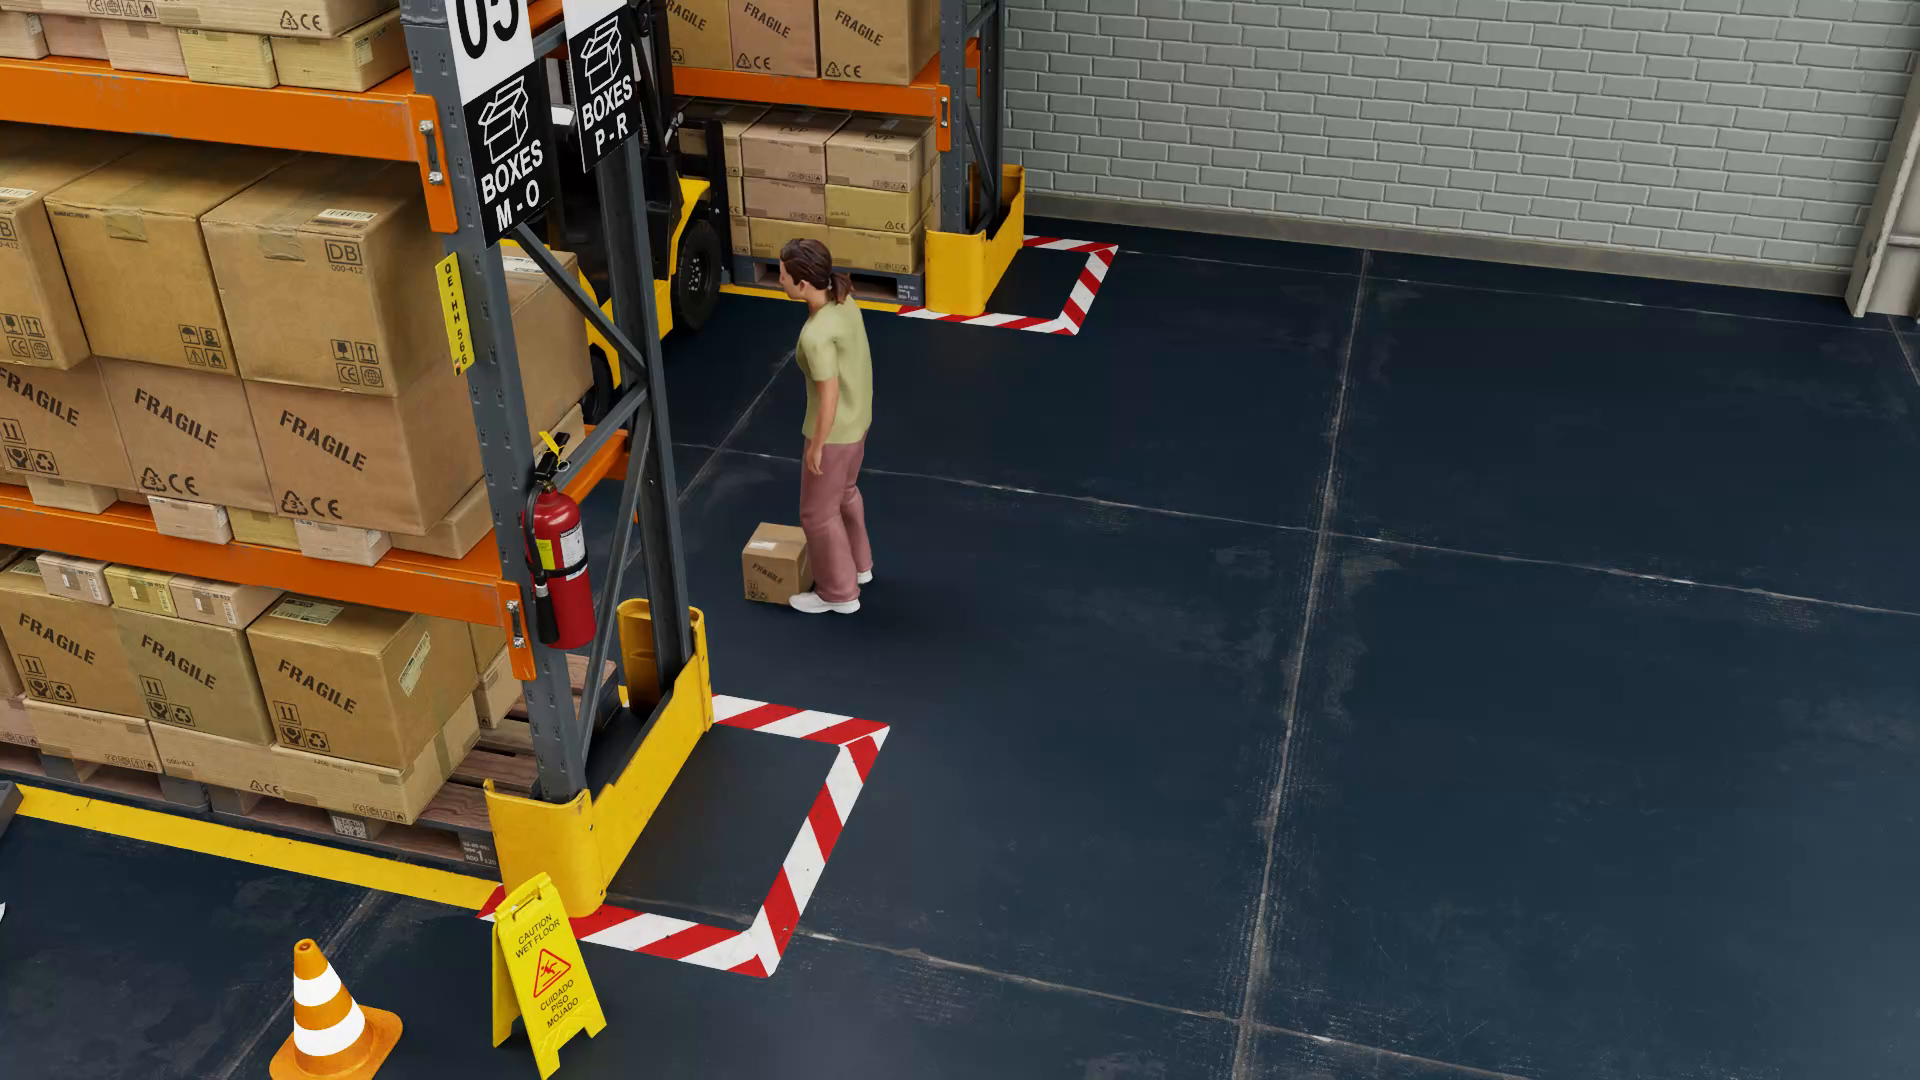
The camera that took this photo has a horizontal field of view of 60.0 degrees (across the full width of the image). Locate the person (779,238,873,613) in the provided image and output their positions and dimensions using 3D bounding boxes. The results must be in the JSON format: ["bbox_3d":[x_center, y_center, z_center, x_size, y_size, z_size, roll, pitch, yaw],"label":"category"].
[{"bbox_3d":[-0.541,-0.363,6.917,0.357,1.437,0.492,7,34,10],"label":"person"}]
